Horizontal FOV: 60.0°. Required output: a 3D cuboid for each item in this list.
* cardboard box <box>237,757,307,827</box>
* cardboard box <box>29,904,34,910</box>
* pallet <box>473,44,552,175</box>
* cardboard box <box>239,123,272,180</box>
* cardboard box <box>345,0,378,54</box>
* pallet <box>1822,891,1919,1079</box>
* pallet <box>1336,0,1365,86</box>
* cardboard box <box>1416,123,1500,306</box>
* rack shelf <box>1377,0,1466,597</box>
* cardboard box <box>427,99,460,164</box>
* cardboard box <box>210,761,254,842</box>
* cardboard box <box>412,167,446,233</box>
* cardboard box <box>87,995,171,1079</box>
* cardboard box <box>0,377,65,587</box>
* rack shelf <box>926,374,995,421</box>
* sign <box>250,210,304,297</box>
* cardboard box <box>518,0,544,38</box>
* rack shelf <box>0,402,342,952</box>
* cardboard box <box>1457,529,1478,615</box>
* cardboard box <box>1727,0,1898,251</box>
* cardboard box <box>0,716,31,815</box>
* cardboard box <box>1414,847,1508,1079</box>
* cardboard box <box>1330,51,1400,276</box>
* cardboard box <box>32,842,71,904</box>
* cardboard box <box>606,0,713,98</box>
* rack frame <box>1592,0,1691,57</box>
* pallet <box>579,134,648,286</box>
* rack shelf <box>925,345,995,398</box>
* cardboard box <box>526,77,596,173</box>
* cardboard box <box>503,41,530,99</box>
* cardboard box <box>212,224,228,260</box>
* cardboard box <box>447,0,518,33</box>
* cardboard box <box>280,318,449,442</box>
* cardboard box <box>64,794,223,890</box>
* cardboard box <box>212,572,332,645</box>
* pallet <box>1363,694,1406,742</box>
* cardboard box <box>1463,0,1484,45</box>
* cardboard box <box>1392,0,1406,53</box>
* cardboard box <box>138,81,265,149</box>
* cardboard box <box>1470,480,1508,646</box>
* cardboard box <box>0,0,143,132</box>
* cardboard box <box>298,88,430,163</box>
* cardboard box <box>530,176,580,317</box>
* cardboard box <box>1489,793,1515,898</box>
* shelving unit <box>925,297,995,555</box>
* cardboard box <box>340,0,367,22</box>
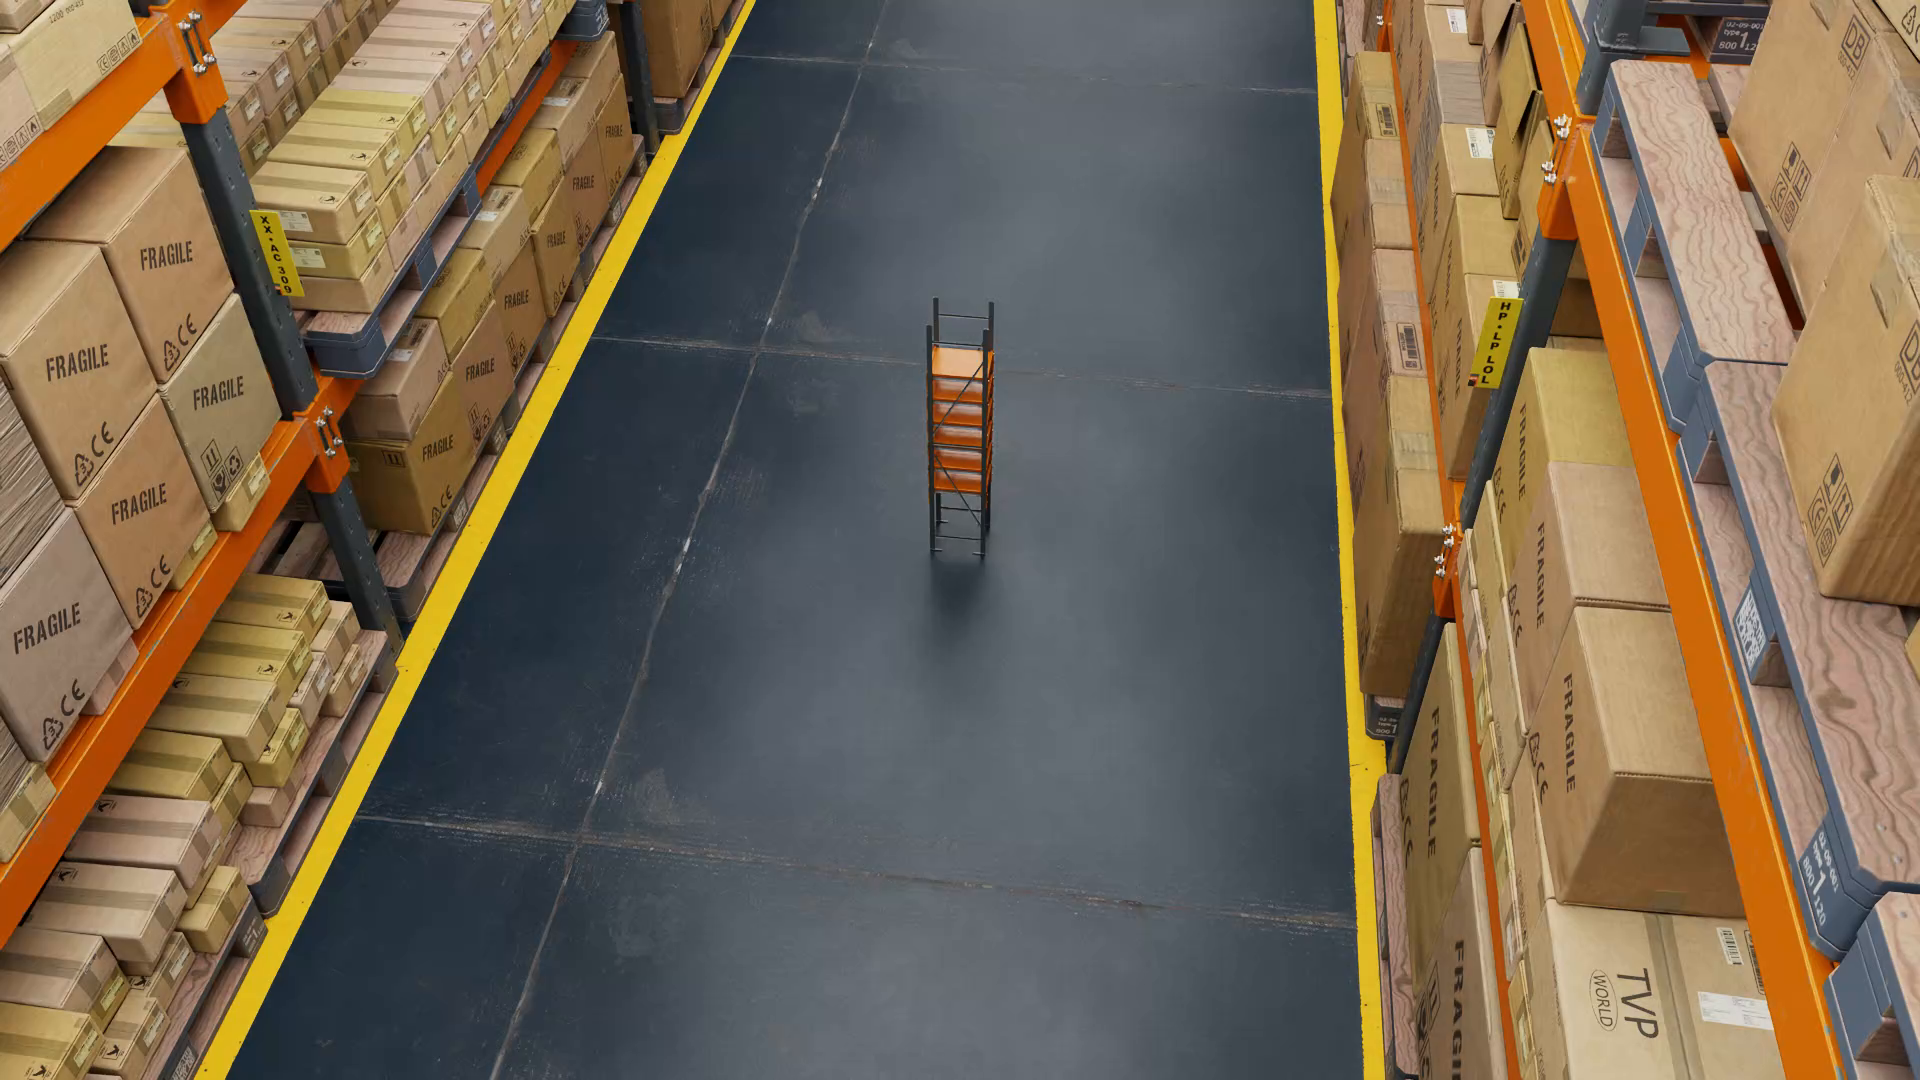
[{"bbox_3d":[-2.581,0.870,5.940,0.380,0.149,0.250,4,44,4],"label":"cardboard box"},{"bbox_3d":[-3.147,1.155,5.639,0.380,0.149,0.250,4,44,4],"label":"cardboard box"},{"bbox_3d":[-2.471,-1.970,7.310,1.003,0.211,1.213,5,44,6],"label":"pallet"},{"bbox_3d":[-2.853,-1.473,6.307,0.380,0.149,0.250,7,44,7],"label":"cardboard box"},{"bbox_3d":[-2.713,-2.188,7.063,0.380,0.149,0.250,7,44,7],"label":"cardboard box"},{"bbox_3d":[1.683,1.016,1.900,1.003,0.211,1.213,5,44,6],"label":"pallet"},{"bbox_3d":[2.922,-3.222,10.521,1.003,0.211,1.213,5,44,6],"label":"pallet"},{"bbox_3d":[2.050,-1.220,6.306,0.500,0.500,0.500,5,44,5],"label":"cardboard box"},{"bbox_3d":[2.389,-1.248,6.932,1.077,0.370,4.000,5,44,6],"label":"rack shelf"},{"bbox_3d":[-2.171,-1.592,6.433,0.380,0.149,0.250,4,44,4],"label":"cardboard box"},{"bbox_3d":[-2.677,0.884,5.709,0.380,0.149,0.250,6,44,6],"label":"cardboard box"},{"bbox_3d":[-2.203,-1.314,6.355,0.380,0.149,0.250,6,44,6],"label":"cardboard box"},{"bbox_3d":[-2.730,1.559,5.212,0.380,0.149,0.250,5,44,6],"label":"cardboard box"},{"bbox_3d":[-2.718,-0.128,4.210,0.500,0.500,0.500,6,44,7],"label":"cardboard box"},{"bbox_3d":[0.002,-0.588,6.736,0.258,0.103,0.180,5,44,6],"label":"rack shelf"},{"bbox_3d":[-2.240,-0.936,5.450,0.100,0.325,0.005,5,44,6],"label":"sign"},{"bbox_3d":[-2.032,-2.304,7.185,0.380,0.149,0.250,6,44,7],"label":"cardboard box"},{"bbox_3d":[-3.043,0.958,4.602,1.077,0.370,4.000,5,44,6],"label":"rack shelf"},{"bbox_3d":[1.756,0.116,5.151,0.380,0.149,0.250,5,44,6],"label":"cardboard box"},{"bbox_3d":[2.080,-0.922,3.432,0.700,0.500,0.500,3,44,3],"label":"cardboard box"},{"bbox_3d":[-2.790,0.587,4.182,0.500,0.500,0.500,4,44,4],"label":"cardboard box"},{"bbox_3d":[1.839,1.528,4.716,0.875,0.875,0.875,5,44,6],"label":"cardboard box"},{"bbox_3d":[2.541,-1.785,8.216,1.225,0.875,0.875,3,44,4],"label":"cardboard box"},{"bbox_3d":[-3.183,1.045,5.538,0.380,0.149,0.250,7,44,7],"label":"cardboard box"},{"bbox_3d":[-2.080,-3.135,9.732,1.050,0.750,0.750,5,44,5],"label":"cardboard box"},{"bbox_3d":[2.124,-2.325,3.183,1.000,3.000,0.127,5,44,6],"label":"rack frame"},{"bbox_3d":[-2.355,-1.847,9.070,1.003,0.211,1.213,5,44,6],"label":"pallet"},{"bbox_3d":[0.002,-0.675,6.653,0.258,0.103,0.180,5,44,6],"label":"rack shelf"},{"bbox_3d":[-2.136,-2.074,8.248,0.500,0.250,0.500,6,44,6],"label":"cardboard box"},{"bbox_3d":[-2.067,-2.016,7.097,0.380,0.149,0.250,3,44,4],"label":"cardboard box"},{"bbox_3d":[-2.889,-1.193,6.228,0.380,0.149,0.250,5,44,6],"label":"cardboard box"},{"bbox_3d":[-2.069,-2.236,6.896,0.380,0.149,0.250,6,44,7],"label":"cardboard box"},{"bbox_3d":[-2.419,-0.663,6.758,0.500,0.250,0.500,3,44,4],"label":"cardboard box"},{"bbox_3d":[-2.644,0.977,5.394,0.380,0.149,0.250,3,44,3],"label":"cardboard box"},{"bbox_3d":[-2.568,0.267,6.144,0.380,0.149,0.250,6,44,7],"label":"cardboard box"},{"bbox_3d":[2.152,0.333,6.767,1.003,0.211,1.213,5,44,6],"label":"pallet"},{"bbox_3d":[2.452,-2.332,6.752,0.797,0.503,0.637,6,44,6],"label":"cardboard box"},{"bbox_3d":[2.319,-2.602,7.766,0.500,0.500,0.500,6,44,7],"label":"cardboard box"},{"bbox_3d":[-2.848,-1.594,6.218,0.380,0.149,0.250,4,44,4],"label":"cardboard box"},{"bbox_3d":[1.803,0.096,4.882,0.500,0.250,0.500,5,44,5],"label":"cardboard box"},{"bbox_3d":[-2.576,-1.342,4.435,0.500,0.250,0.500,6,44,7],"label":"cardboard box"},{"bbox_3d":[-2.203,-1.535,6.156,0.380,0.149,0.250,6,44,6],"label":"cardboard box"},{"bbox_3d":[-2.204,-1.449,8.134,0.500,0.500,0.500,3,44,4],"label":"cardboard box"},{"bbox_3d":[1.620,0.828,4.398,0.380,0.149,0.250,5,44,5],"label":"cardboard box"},{"bbox_3d":[0.002,-0.446,6.870,0.258,1.200,0.189,5,44,6],"label":"shelving unit"},{"bbox_3d":[-2.712,-2.307,6.971,0.380,0.149,0.250,5,44,5],"label":"cardboard box"}]
